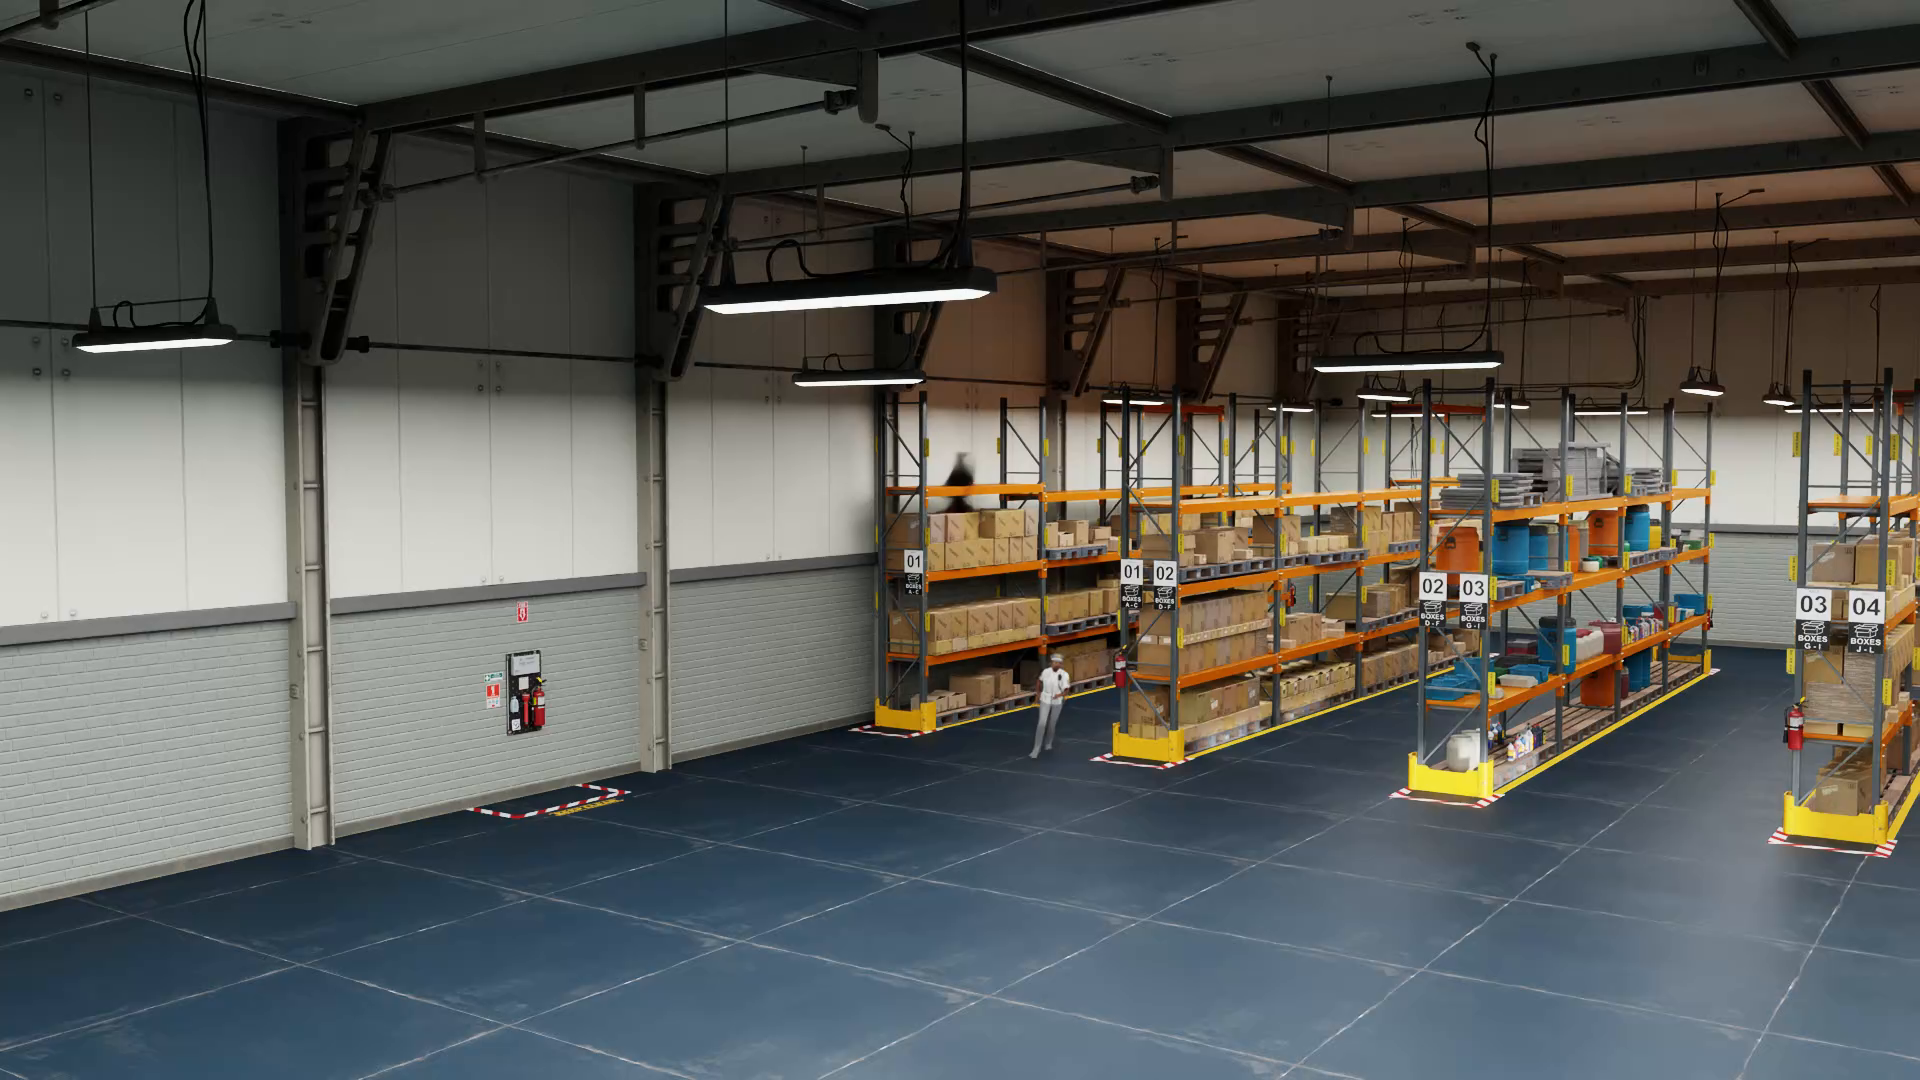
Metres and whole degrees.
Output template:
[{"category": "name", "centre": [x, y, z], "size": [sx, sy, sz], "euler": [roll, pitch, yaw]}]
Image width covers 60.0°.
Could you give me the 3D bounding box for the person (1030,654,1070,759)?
[{"category": "person", "centre": [1.473, 2.657, 26.968], "size": [0.641, 1.666, 0.825], "euler": [0, 3, 5]}]
